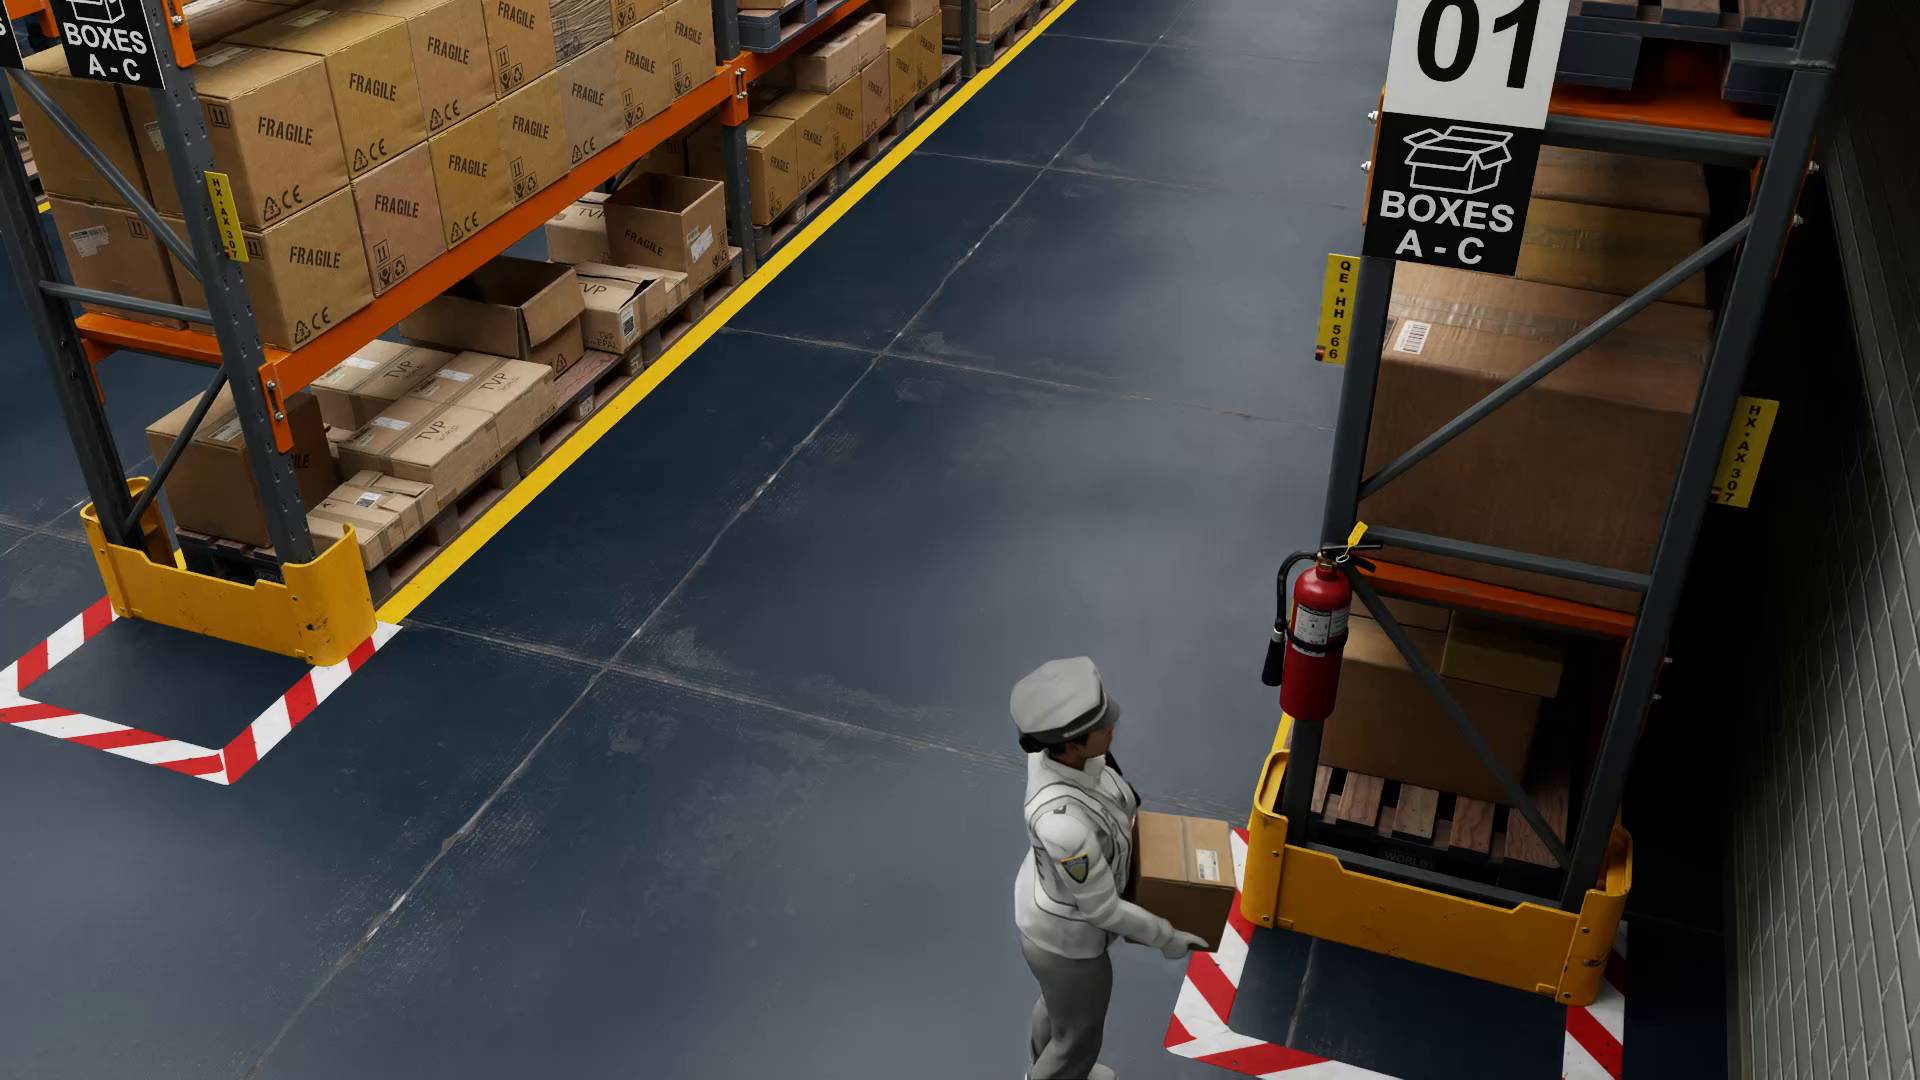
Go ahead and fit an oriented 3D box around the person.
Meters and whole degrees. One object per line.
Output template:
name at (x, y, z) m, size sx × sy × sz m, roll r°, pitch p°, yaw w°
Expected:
person at (0.393, 1.040, 4.547) m, size 0.539 × 1.690 × 0.456 m, roll 1°, pitch 33°, yaw 2°
